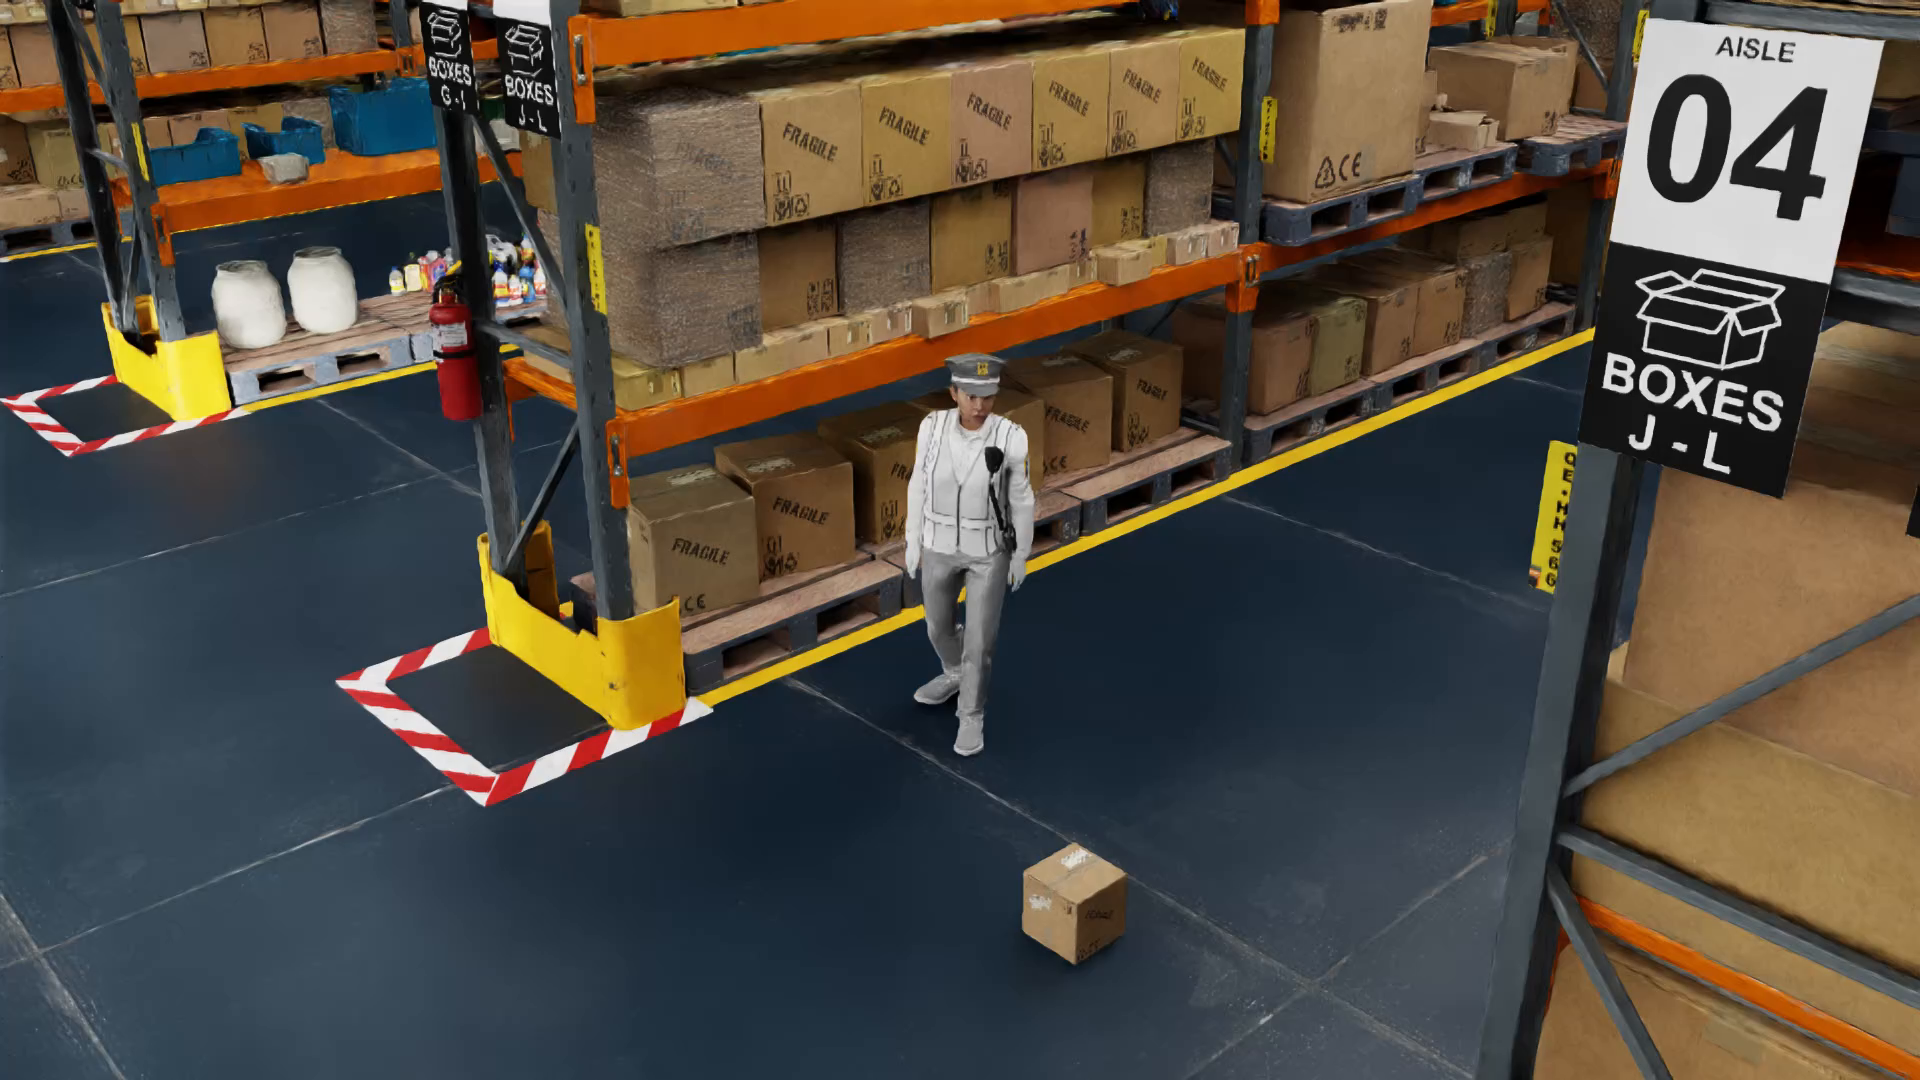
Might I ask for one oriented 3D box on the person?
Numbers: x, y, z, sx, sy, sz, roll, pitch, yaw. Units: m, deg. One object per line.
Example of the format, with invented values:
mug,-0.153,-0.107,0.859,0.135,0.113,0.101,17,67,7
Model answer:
person,0.043,0.007,6.577,0.525,1.667,0.530,6,25,13
